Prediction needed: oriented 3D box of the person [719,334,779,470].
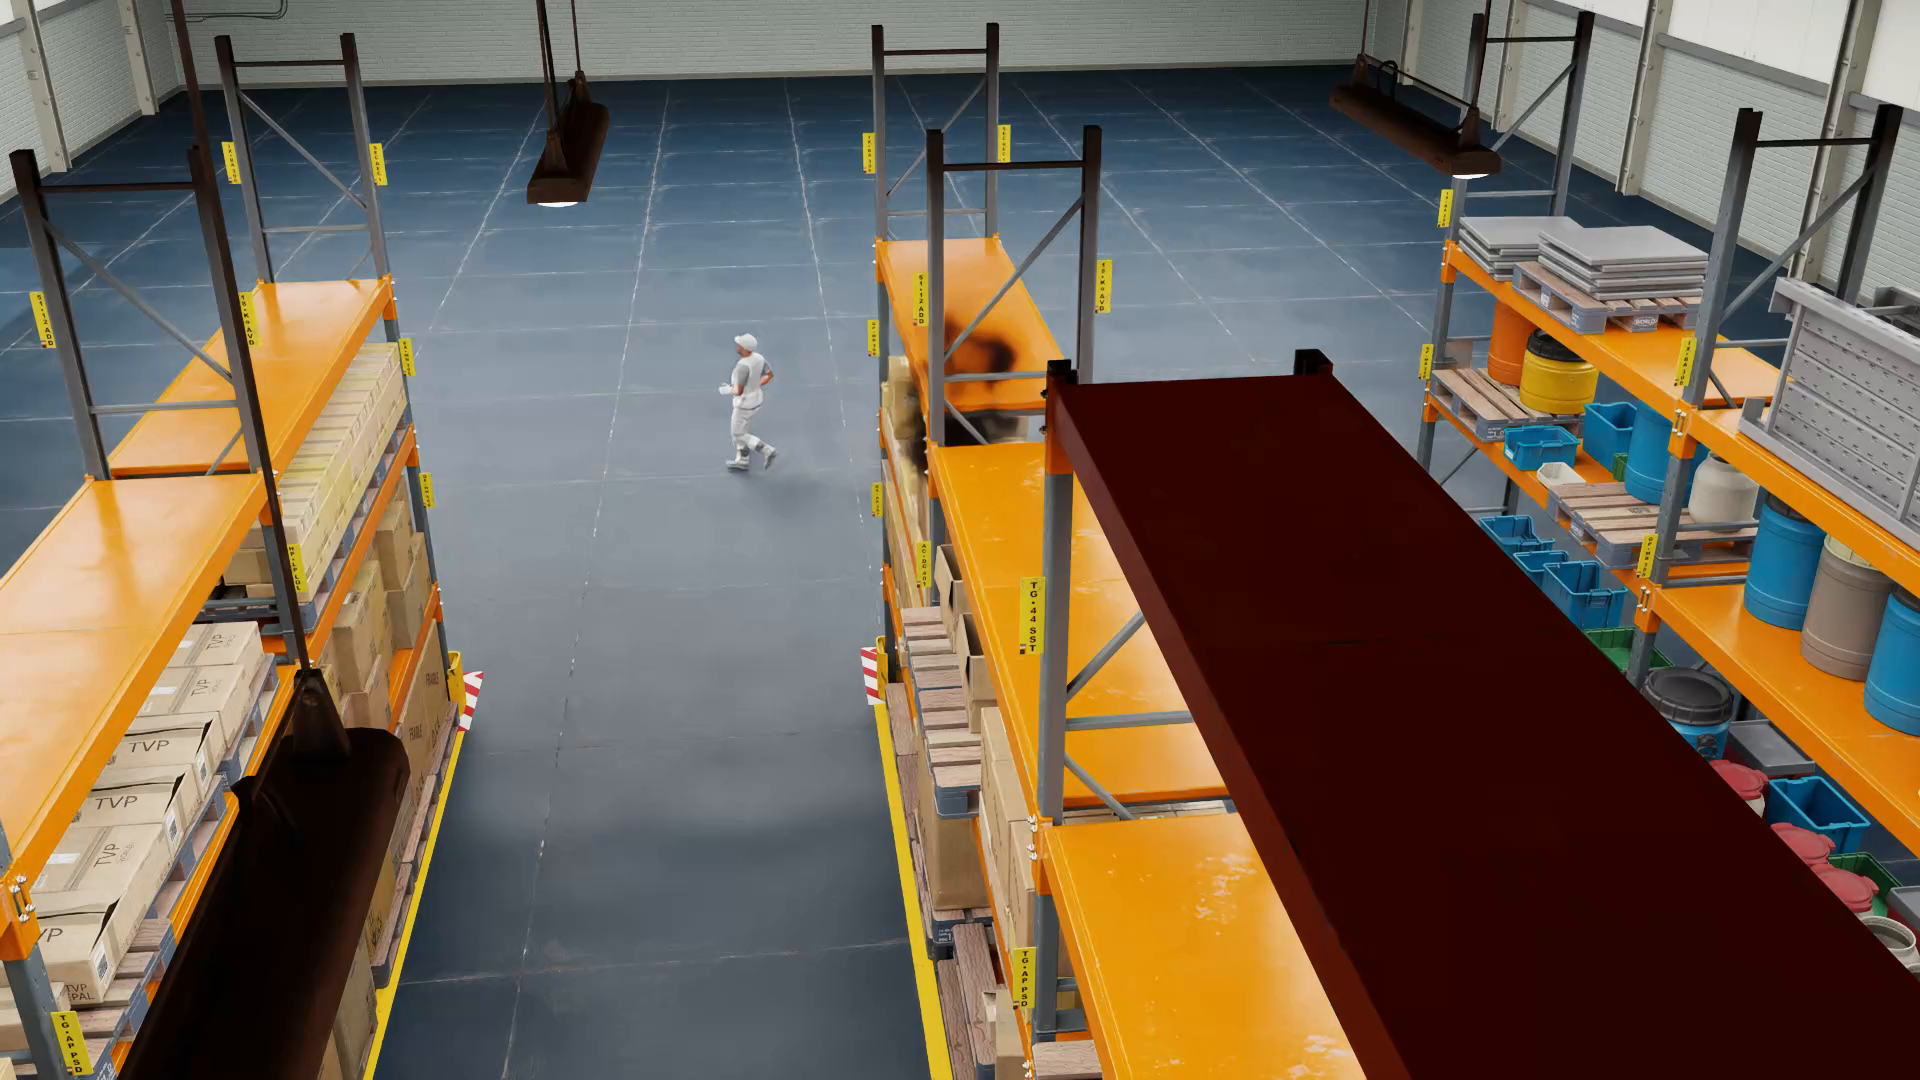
[{"bbox_3d":[-2.507,-1.629,19.898,0.786,1.749,0.663,10,27,20],"label":"person"}]
